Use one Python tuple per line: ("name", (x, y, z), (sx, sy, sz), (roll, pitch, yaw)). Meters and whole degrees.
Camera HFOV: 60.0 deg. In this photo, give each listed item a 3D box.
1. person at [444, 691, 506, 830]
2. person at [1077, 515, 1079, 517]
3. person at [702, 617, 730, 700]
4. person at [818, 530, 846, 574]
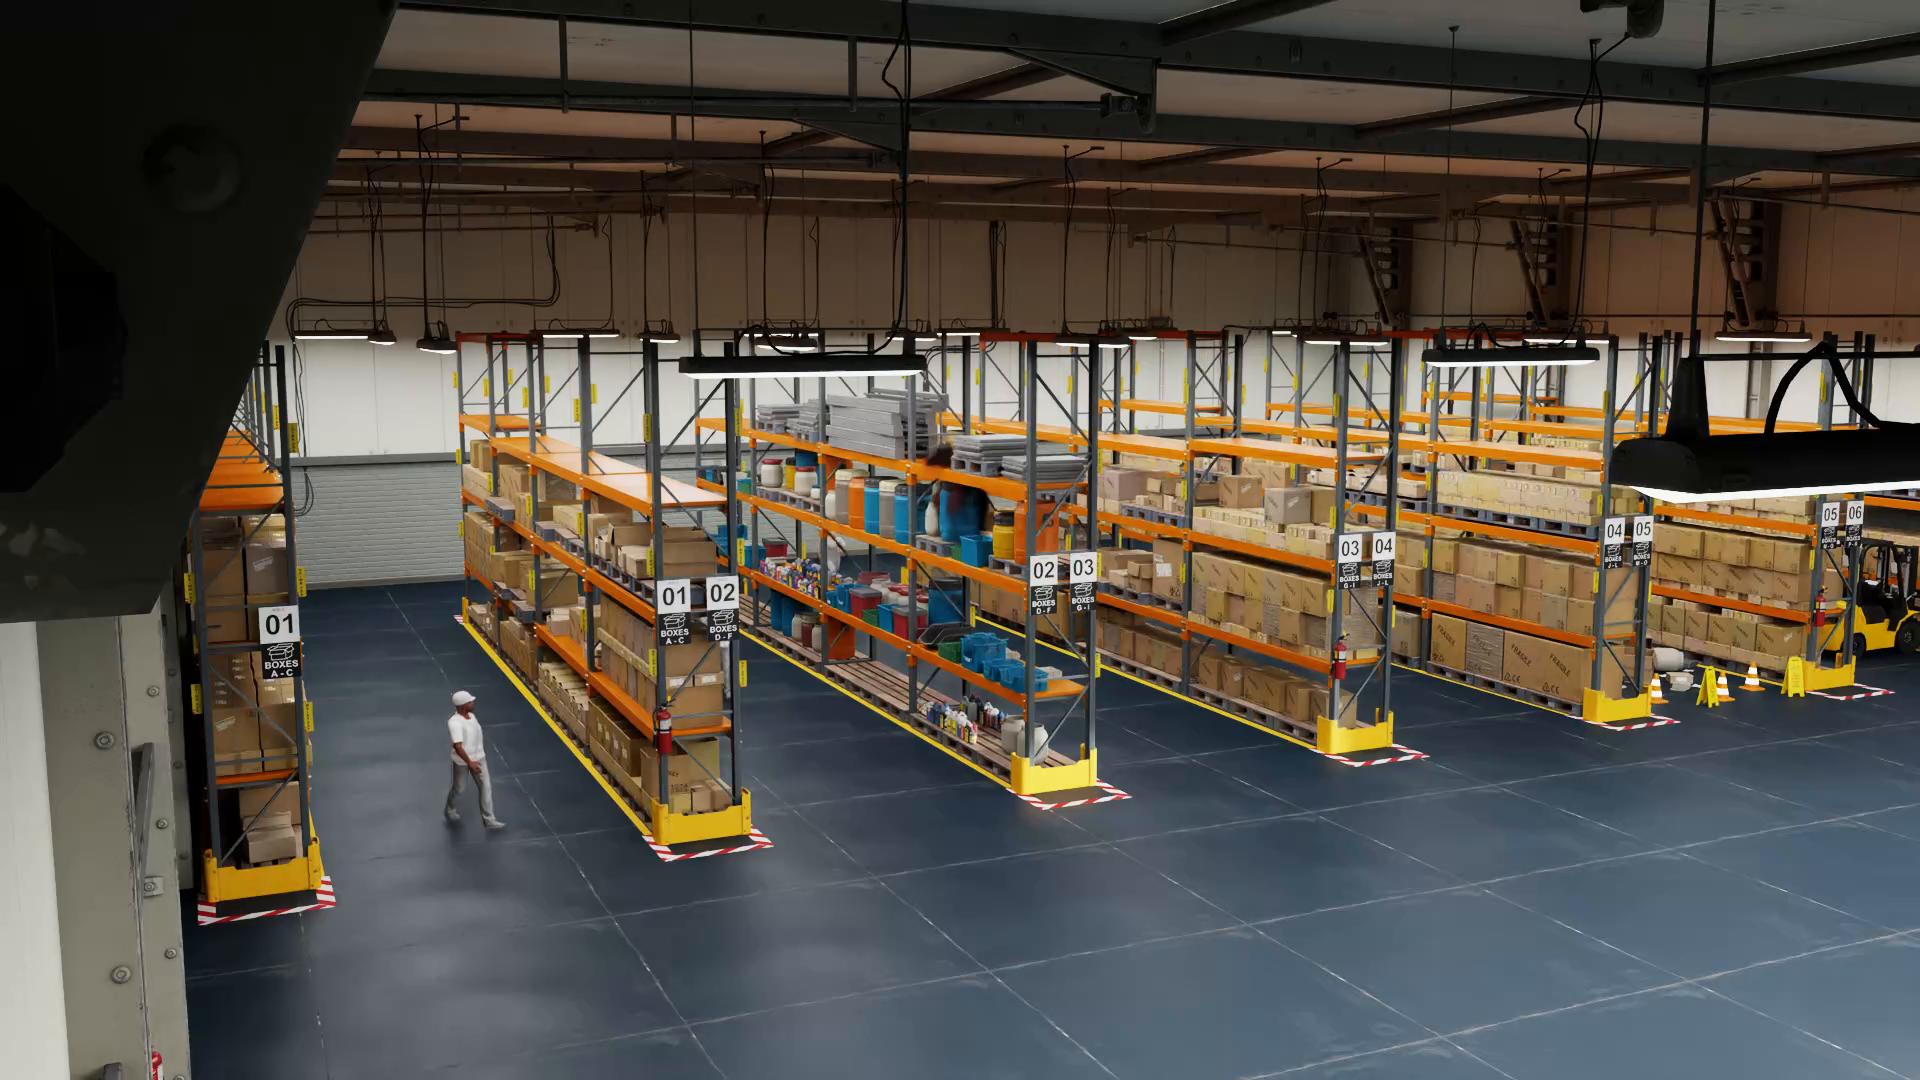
("person", (-6.082, 2.721, 20.542), (1.010, 1.728, 0.506), (7, 10, 40))
("person", (2.655, 0.207, 39.049), (0.555, 1.716, 0.972), (-3, 8, -21))
("person", (-4.054, 1.725, 27.698), (0.536, 1.672, 0.877), (-2, 8, -15))
("person", (-2.780, 0.499, 36.978), (0.584, 1.643, 0.922), (-4, 9, -27))
